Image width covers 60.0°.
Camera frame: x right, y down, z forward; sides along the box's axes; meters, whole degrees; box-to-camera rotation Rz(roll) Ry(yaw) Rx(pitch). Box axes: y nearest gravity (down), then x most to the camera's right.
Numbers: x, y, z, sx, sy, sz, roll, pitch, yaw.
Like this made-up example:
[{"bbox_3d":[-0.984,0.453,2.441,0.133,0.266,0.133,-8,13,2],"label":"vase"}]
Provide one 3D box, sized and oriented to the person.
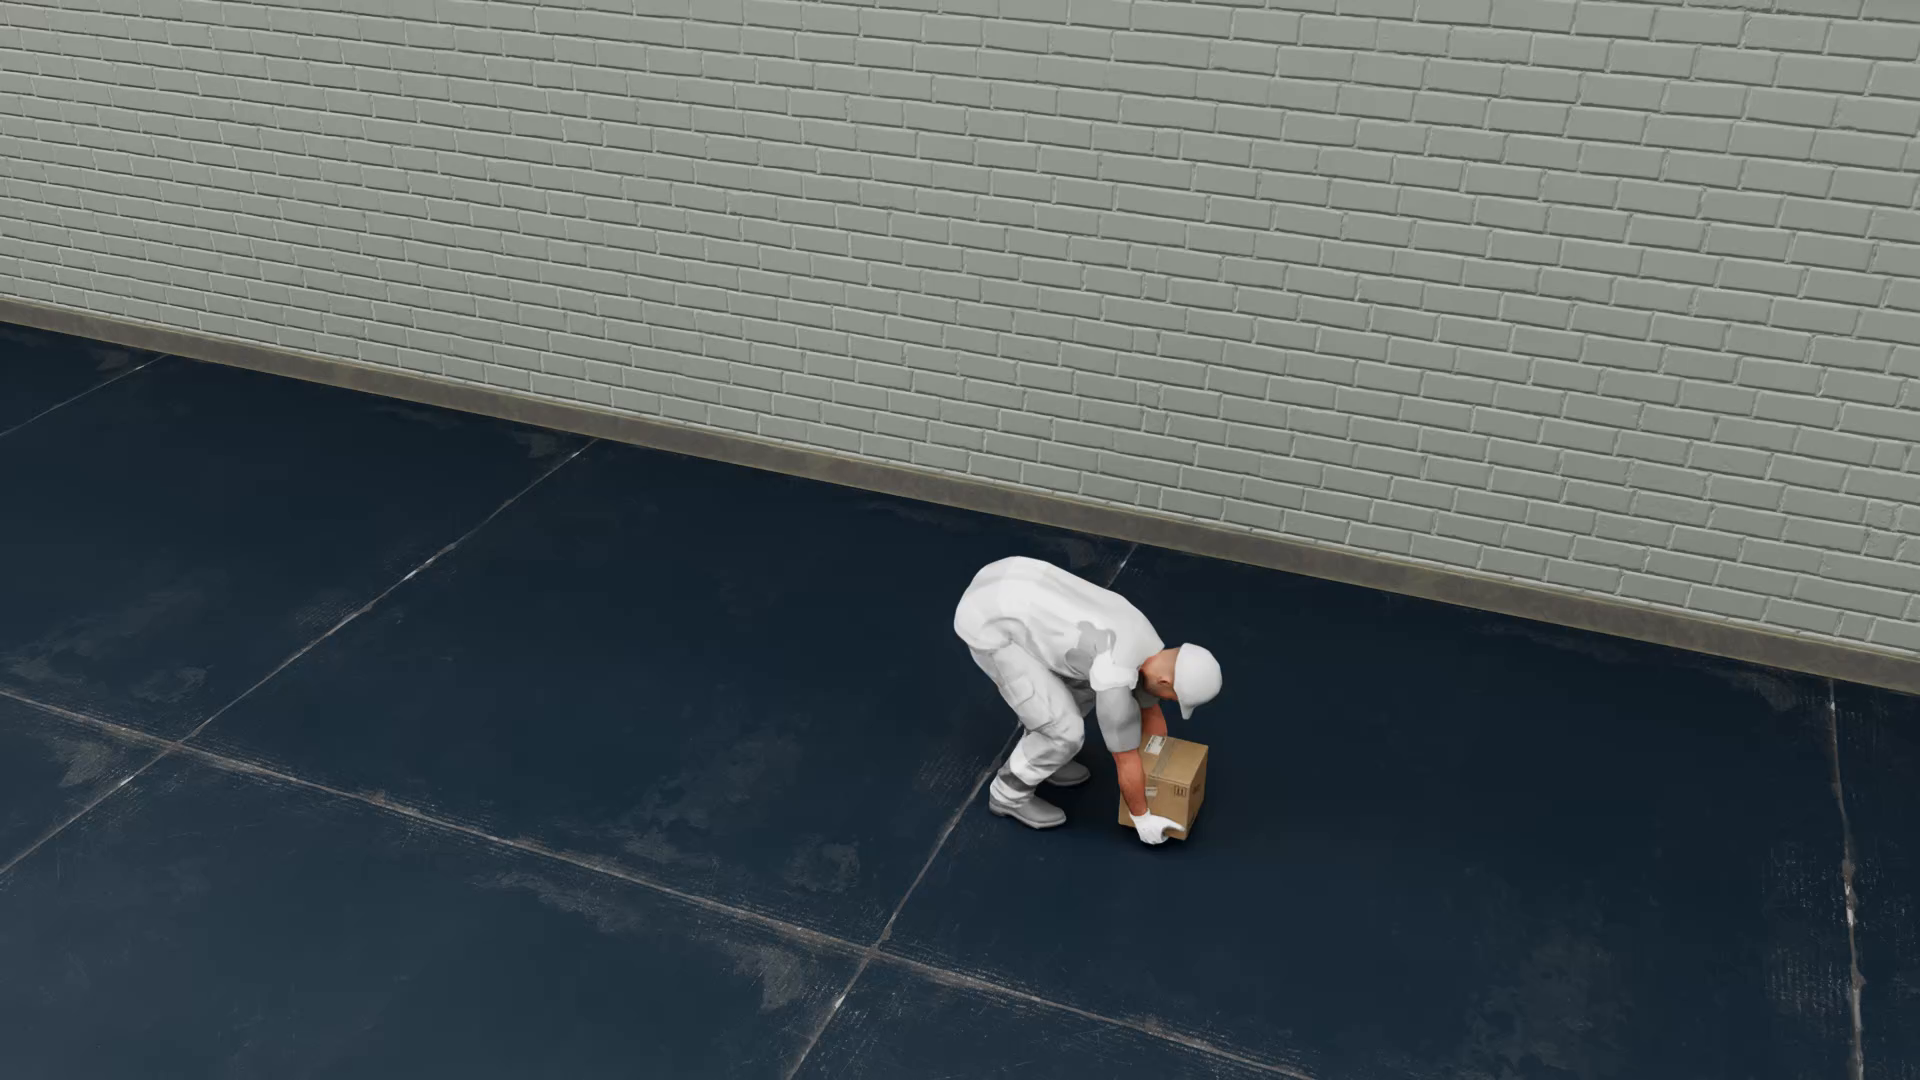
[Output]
[{"bbox_3d":[0.453,0.560,5.937,0.948,0.970,0.532,10,31,17],"label":"person"}]
